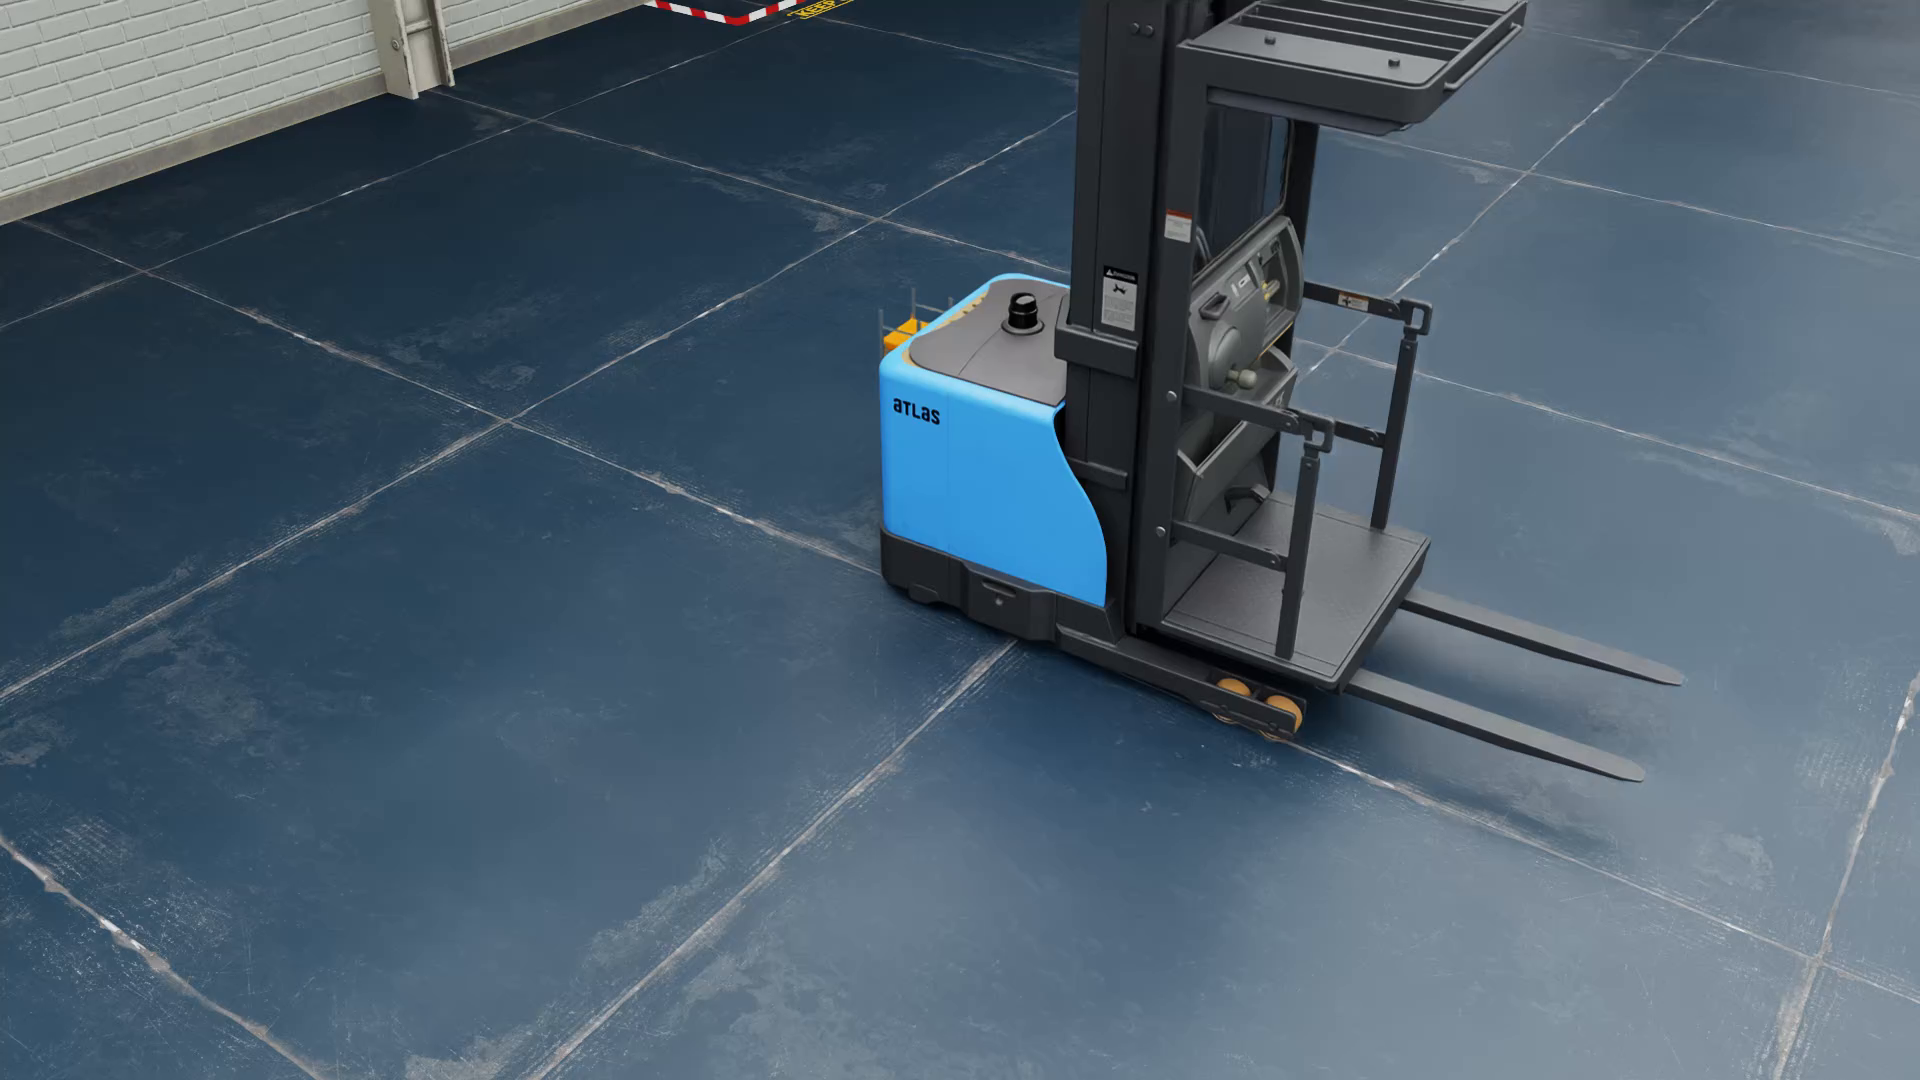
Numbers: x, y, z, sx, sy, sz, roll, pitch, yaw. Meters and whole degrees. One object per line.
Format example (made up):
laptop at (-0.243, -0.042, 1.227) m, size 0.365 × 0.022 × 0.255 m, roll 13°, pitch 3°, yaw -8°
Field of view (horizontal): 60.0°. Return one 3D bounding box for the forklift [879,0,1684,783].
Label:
forklift at (1.198, -0.811, 5.833) m, size 3.031 × 2.935 × 1.130 m, roll 19°, pitch 38°, yaw 26°

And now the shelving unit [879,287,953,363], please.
shelving unit at (-0.179, -0.530, 7.097) m, size 0.215 × 1.050 × 0.252 m, roll 19°, pitch 38°, yaw 26°

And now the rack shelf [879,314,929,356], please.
rack shelf at (-0.179, -0.757, 6.944) m, size 0.215 × 0.259 × 0.240 m, roll 19°, pitch 38°, yaw 26°

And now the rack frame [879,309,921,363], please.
rack frame at (-0.243, -0.472, 7.011) m, size 0.200 × 1.050 × 0.008 m, roll 19°, pitch 38°, yaw 26°

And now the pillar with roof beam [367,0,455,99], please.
pillar with roof beam at (-0.399, -5.650, 7.572) m, size 9.100 × 9.000 × 0.400 m, roll 21°, pitch 39°, yaw 28°

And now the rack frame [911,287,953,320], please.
rack frame at (-0.115, -0.589, 7.183) m, size 0.200 × 1.050 × 0.008 m, roll 19°, pitch 38°, yaw 26°
